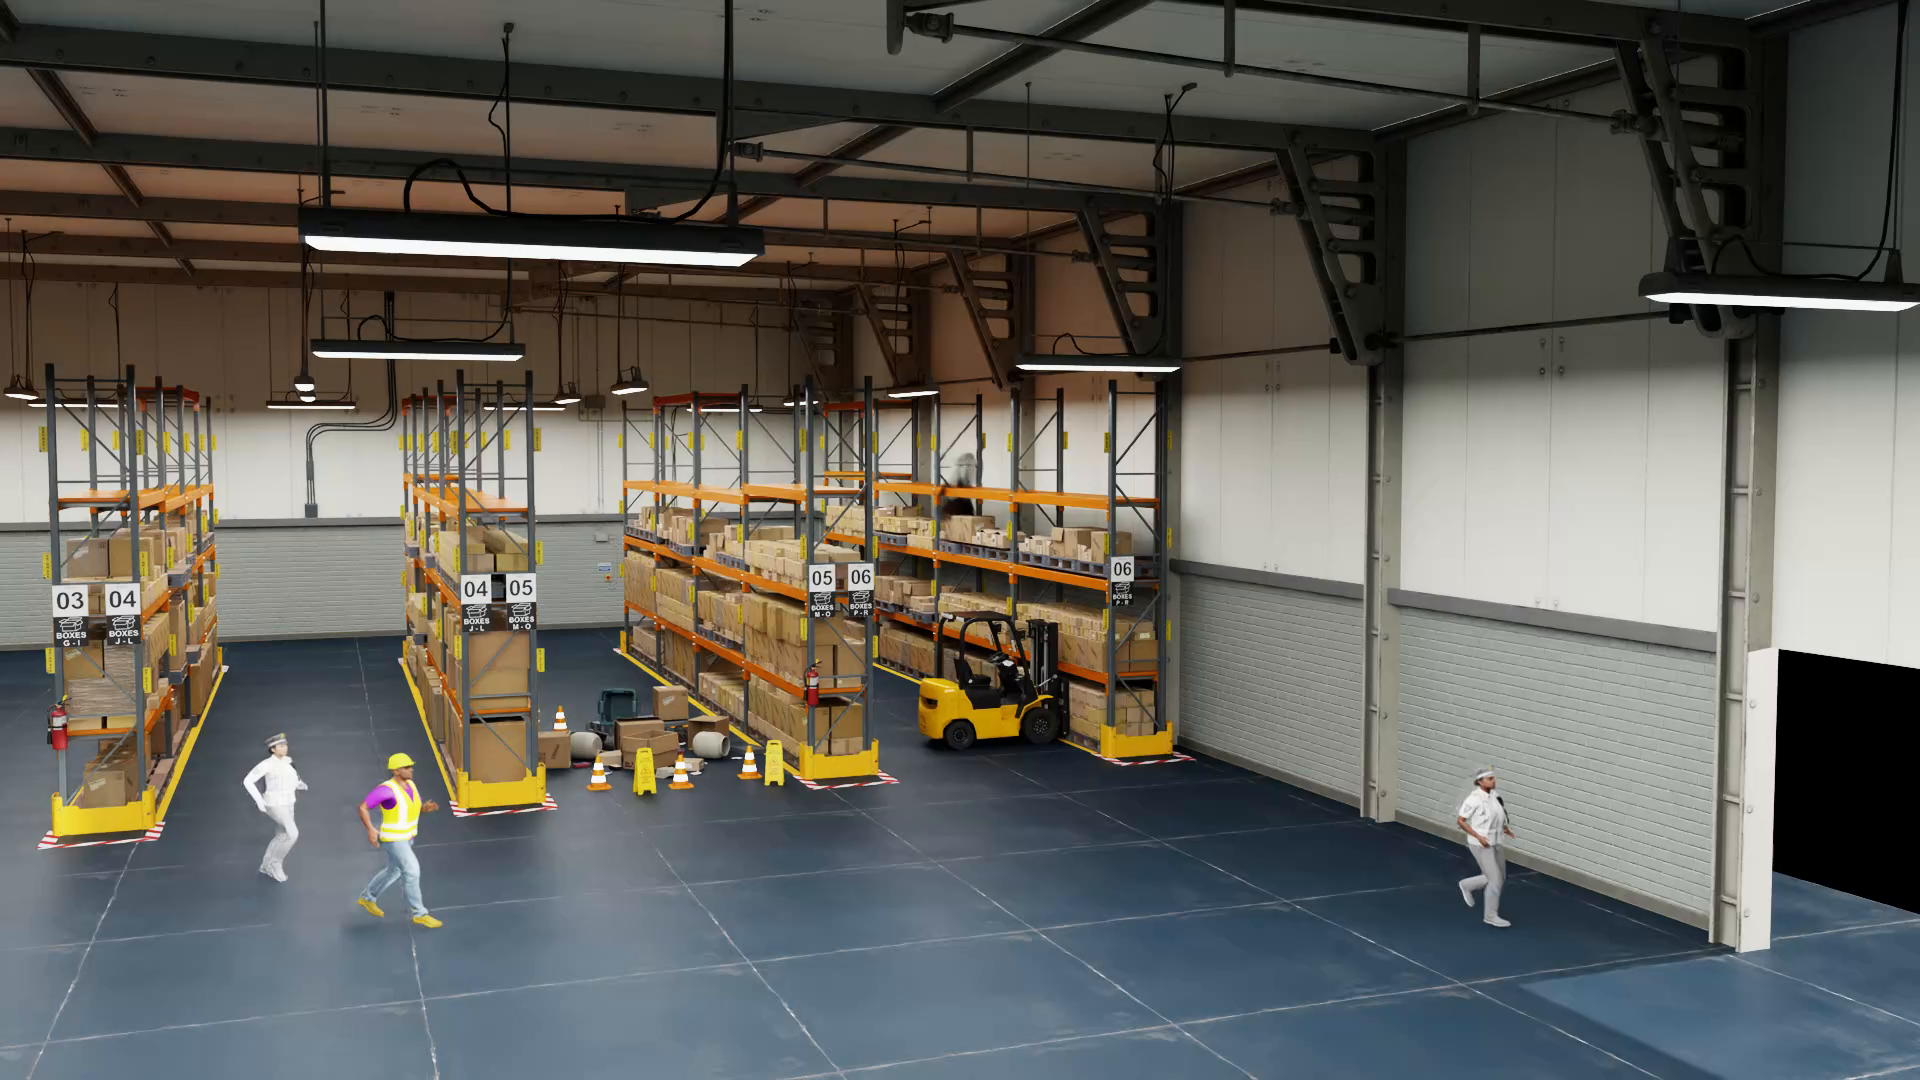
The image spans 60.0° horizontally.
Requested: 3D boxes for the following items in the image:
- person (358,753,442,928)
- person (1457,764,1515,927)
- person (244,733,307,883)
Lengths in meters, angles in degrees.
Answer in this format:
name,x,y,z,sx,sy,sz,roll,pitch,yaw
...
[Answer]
name,x,y,z,sx,sy,sz,roll,pitch,yaw
person,-5.804,3.084,17.169,0.963,1.774,0.689,0,3,8
person,5.439,3.157,17.350,0.541,1.655,0.700,-2,4,-36
person,-7.744,3.046,18.977,0.668,1.697,0.583,1,3,15
